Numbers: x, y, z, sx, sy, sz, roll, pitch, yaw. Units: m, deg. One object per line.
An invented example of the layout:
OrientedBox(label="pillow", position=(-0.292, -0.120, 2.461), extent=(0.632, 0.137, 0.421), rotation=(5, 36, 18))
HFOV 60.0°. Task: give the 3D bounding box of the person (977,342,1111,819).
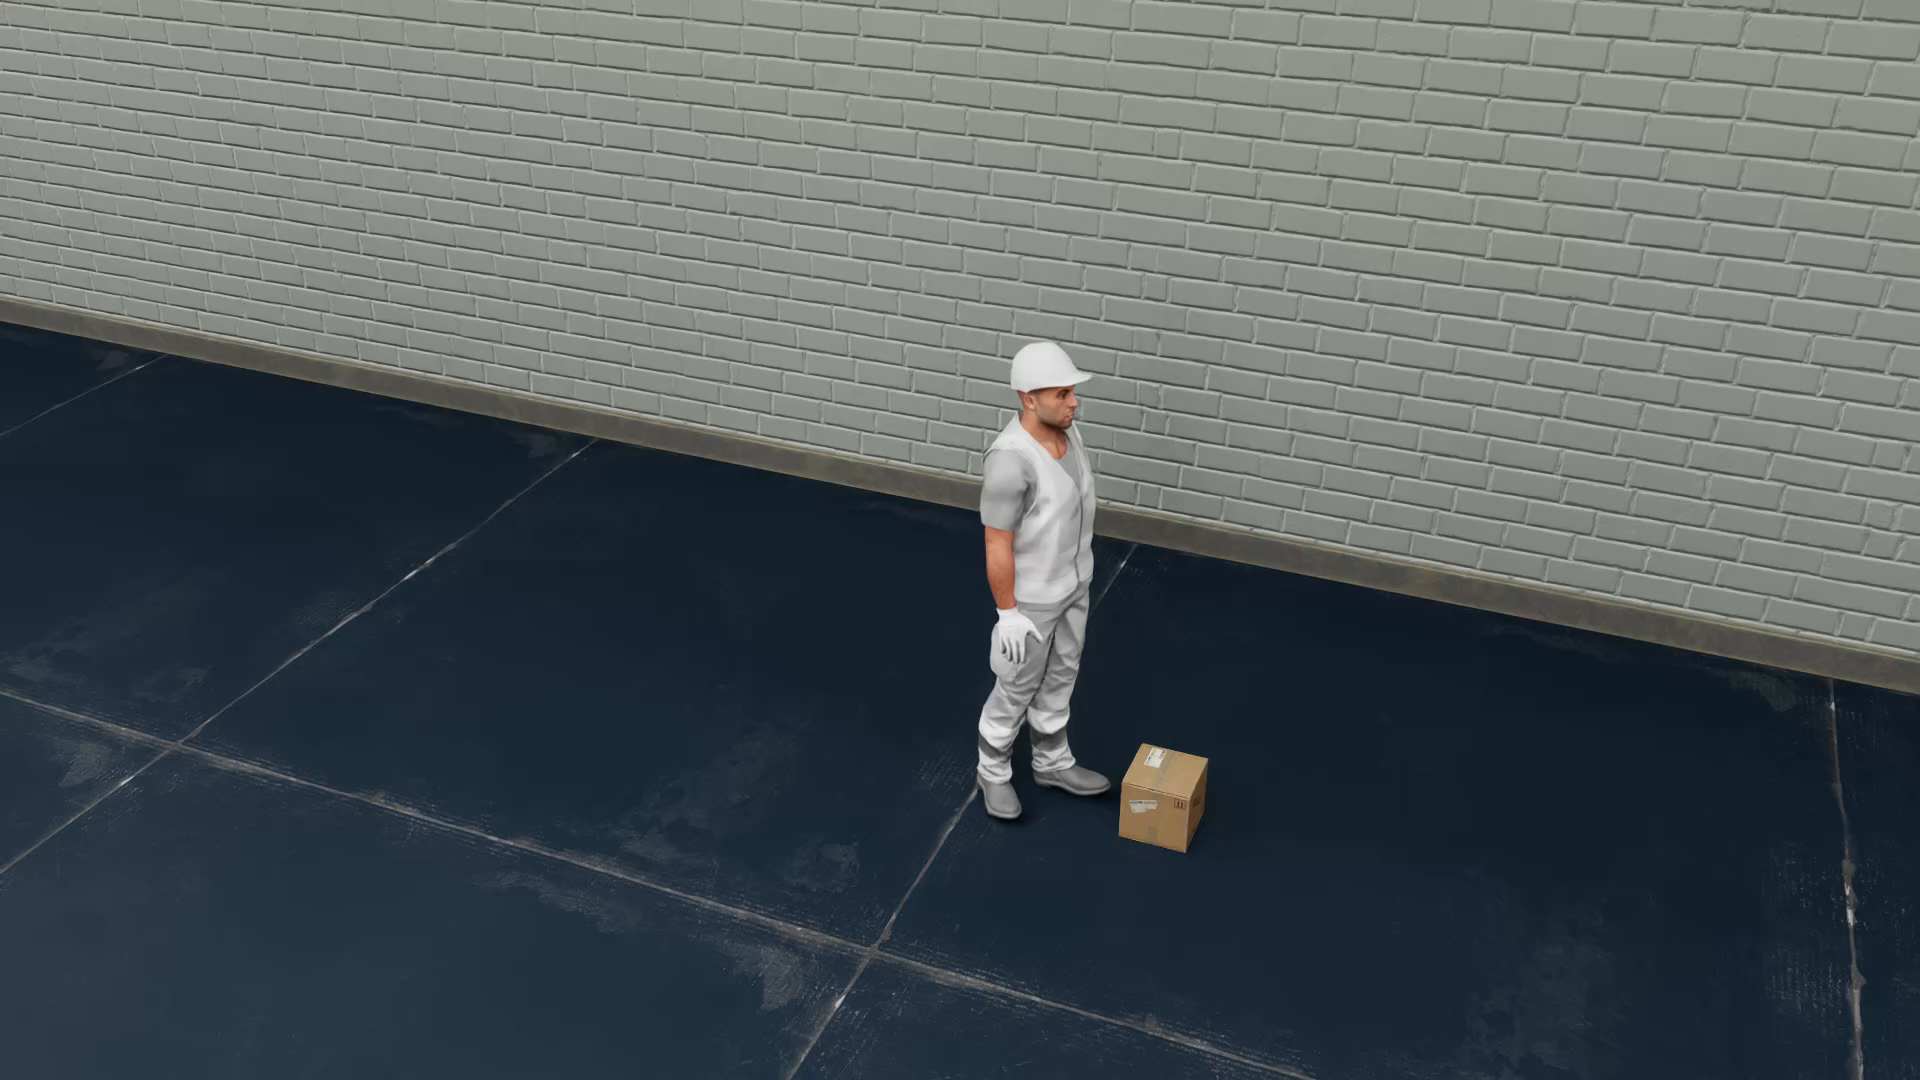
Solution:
OrientedBox(label="person", position=(0.291, 0.170, 5.780), extent=(0.451, 1.796, 0.609), rotation=(18, 34, 29))
